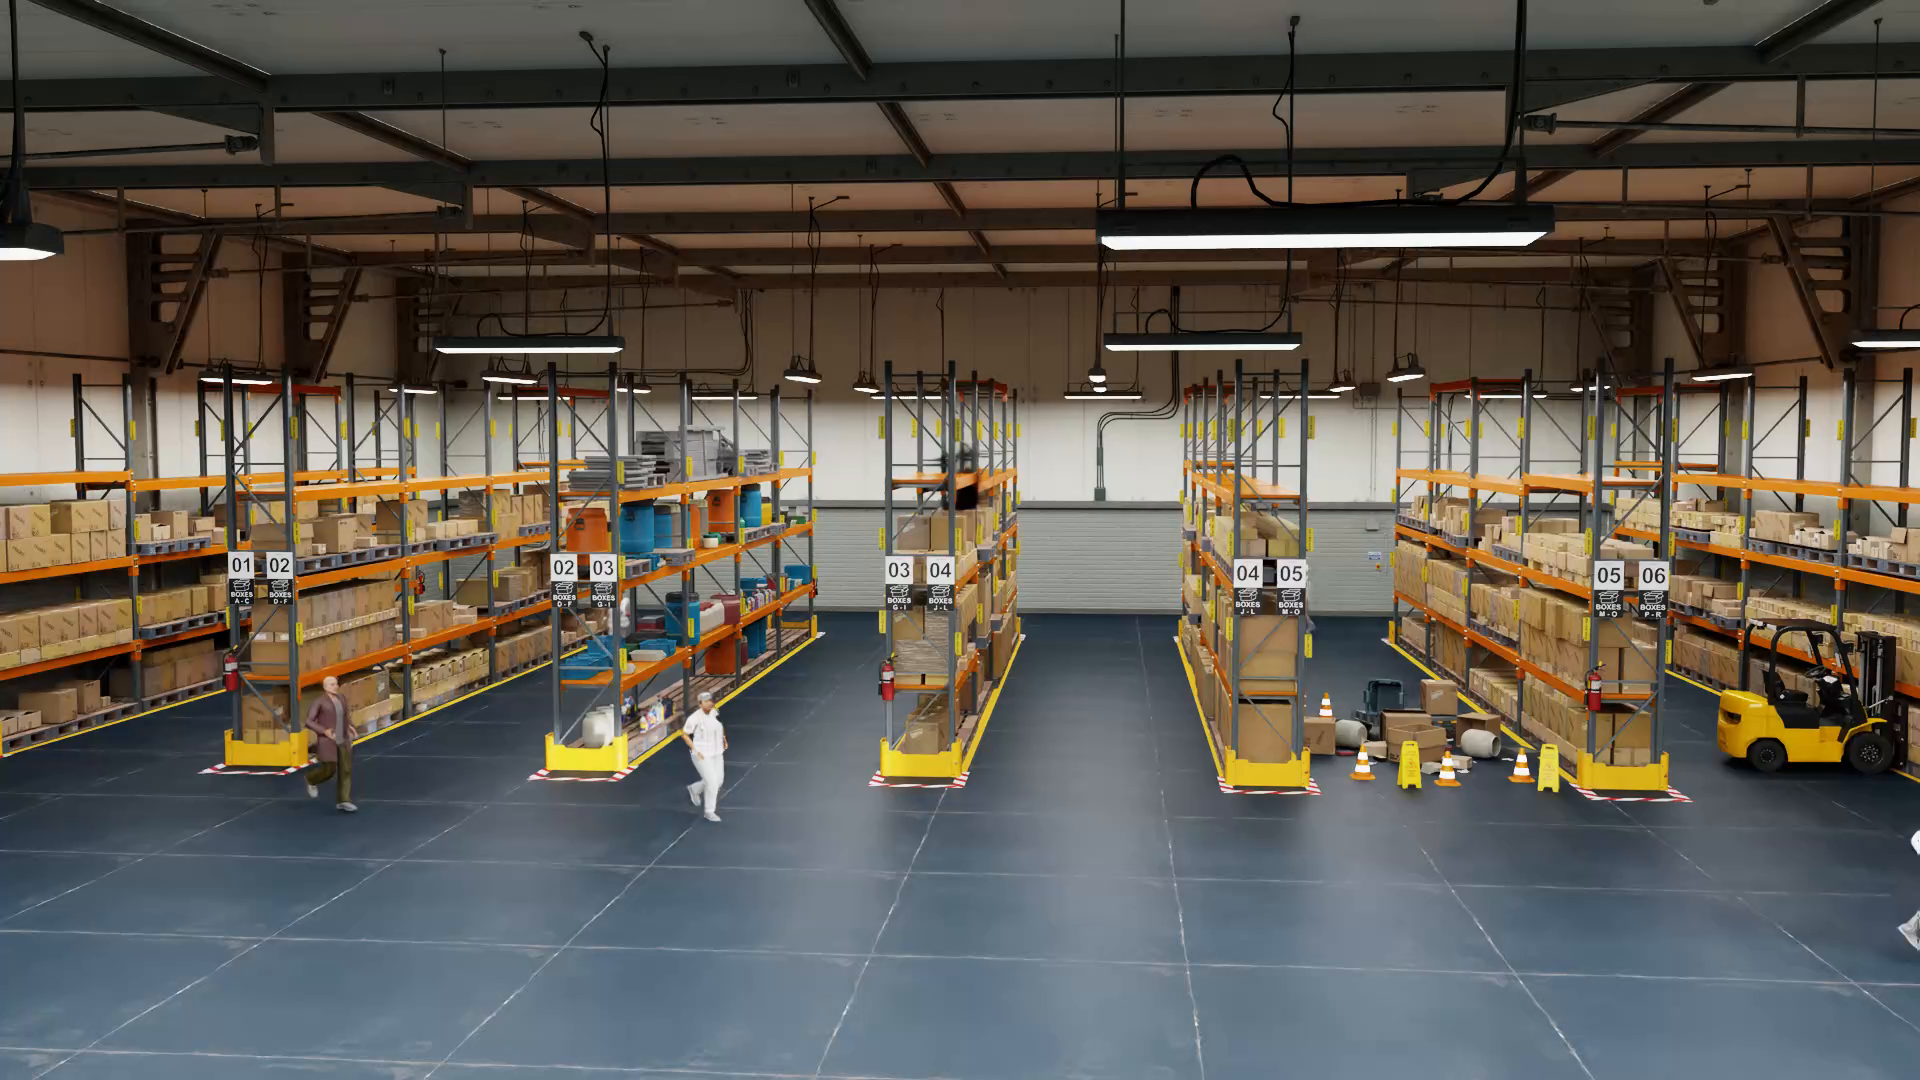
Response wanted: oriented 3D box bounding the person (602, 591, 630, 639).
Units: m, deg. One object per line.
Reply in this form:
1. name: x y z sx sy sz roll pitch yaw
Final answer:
1. person: -7.077 1.827 34.451 0.671 1.818 0.897 0 4 -6

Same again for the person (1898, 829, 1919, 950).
1. person: 9.230 3.120 15.470 0.610 1.674 0.904 -3 5 -37

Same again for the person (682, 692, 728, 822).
1. person: -3.309 2.780 21.541 0.677 1.654 0.607 3 5 41

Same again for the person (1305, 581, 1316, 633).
1. person: 8.232 1.456 40.555 0.888 1.812 0.662 1 4 11

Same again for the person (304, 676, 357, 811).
1. person: -8.315 2.675 22.013 0.936 1.759 0.721 2 5 33
